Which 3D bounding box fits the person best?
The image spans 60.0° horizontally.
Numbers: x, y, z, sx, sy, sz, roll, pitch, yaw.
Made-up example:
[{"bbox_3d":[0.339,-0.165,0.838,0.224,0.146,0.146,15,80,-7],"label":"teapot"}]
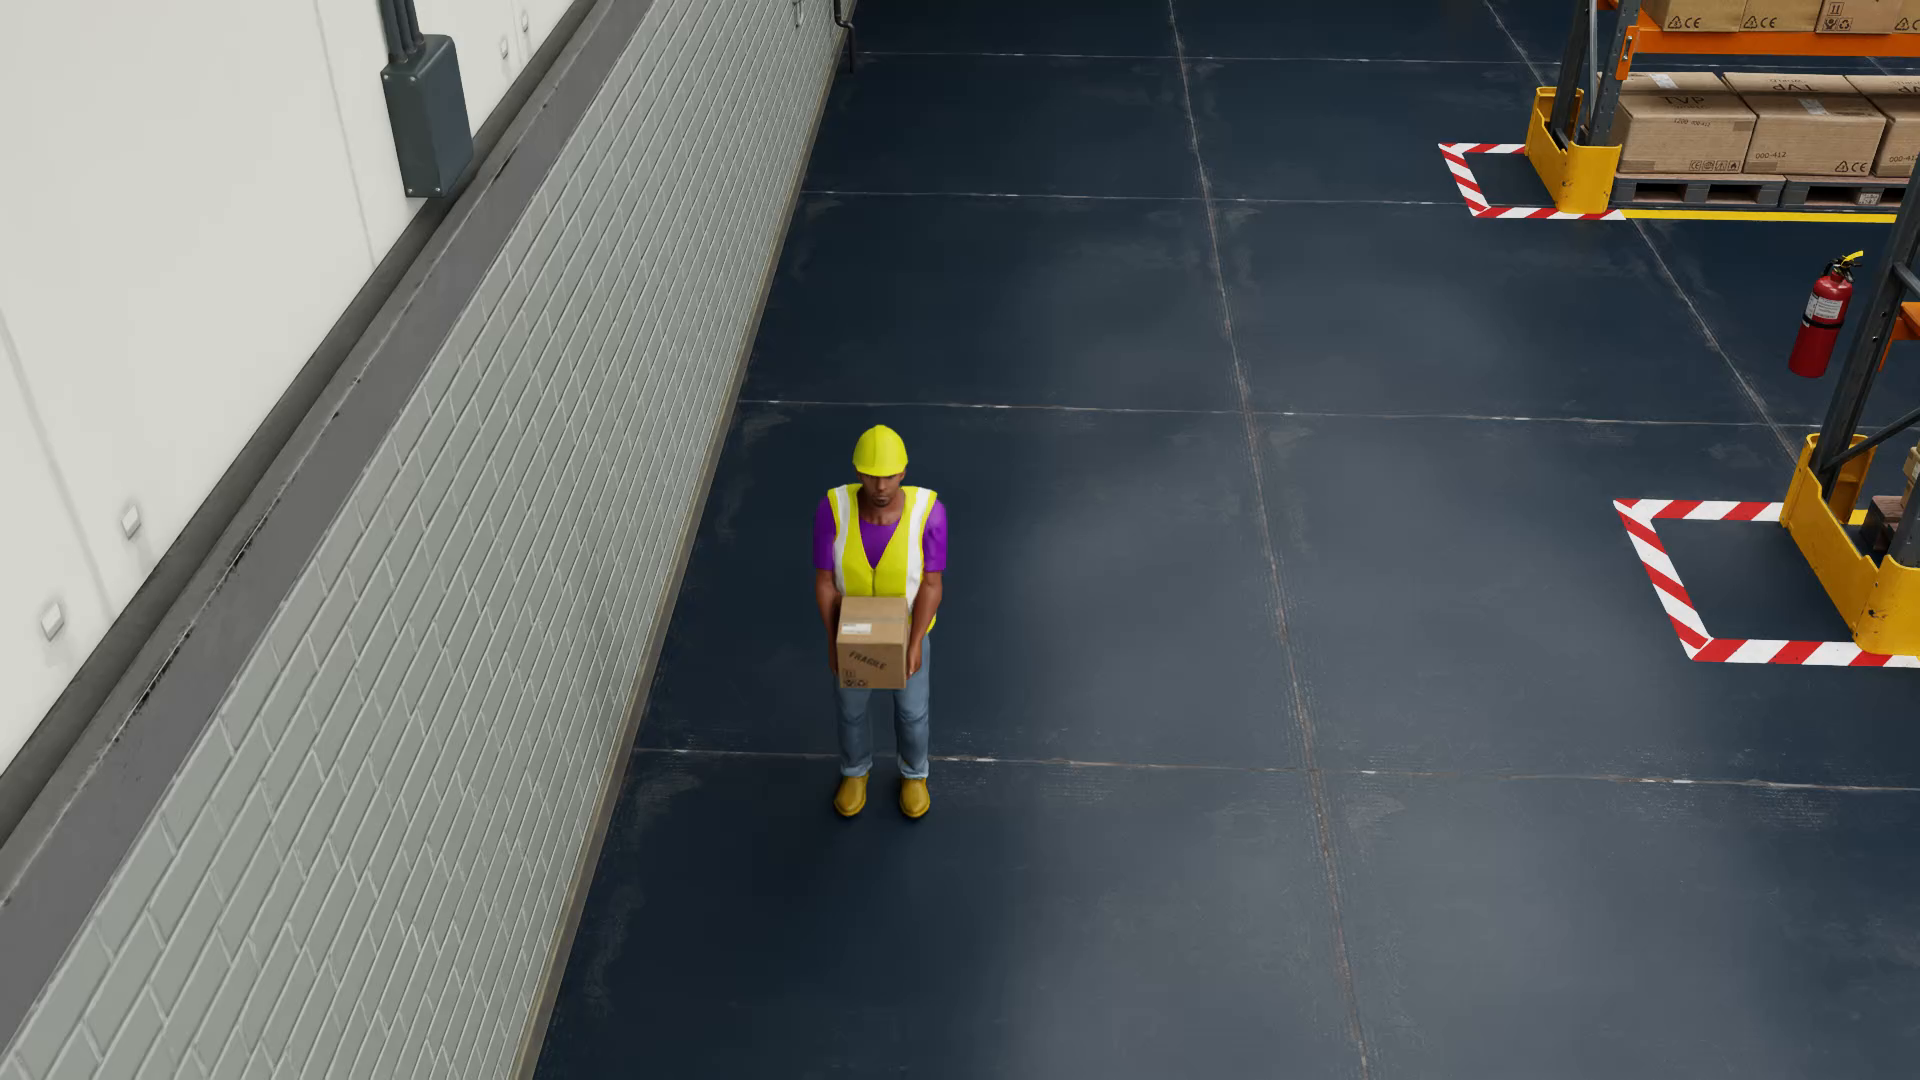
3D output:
[{"bbox_3d":[-0.312,0.398,6.539,0.521,1.767,0.573,1,35,2],"label":"person"}]
